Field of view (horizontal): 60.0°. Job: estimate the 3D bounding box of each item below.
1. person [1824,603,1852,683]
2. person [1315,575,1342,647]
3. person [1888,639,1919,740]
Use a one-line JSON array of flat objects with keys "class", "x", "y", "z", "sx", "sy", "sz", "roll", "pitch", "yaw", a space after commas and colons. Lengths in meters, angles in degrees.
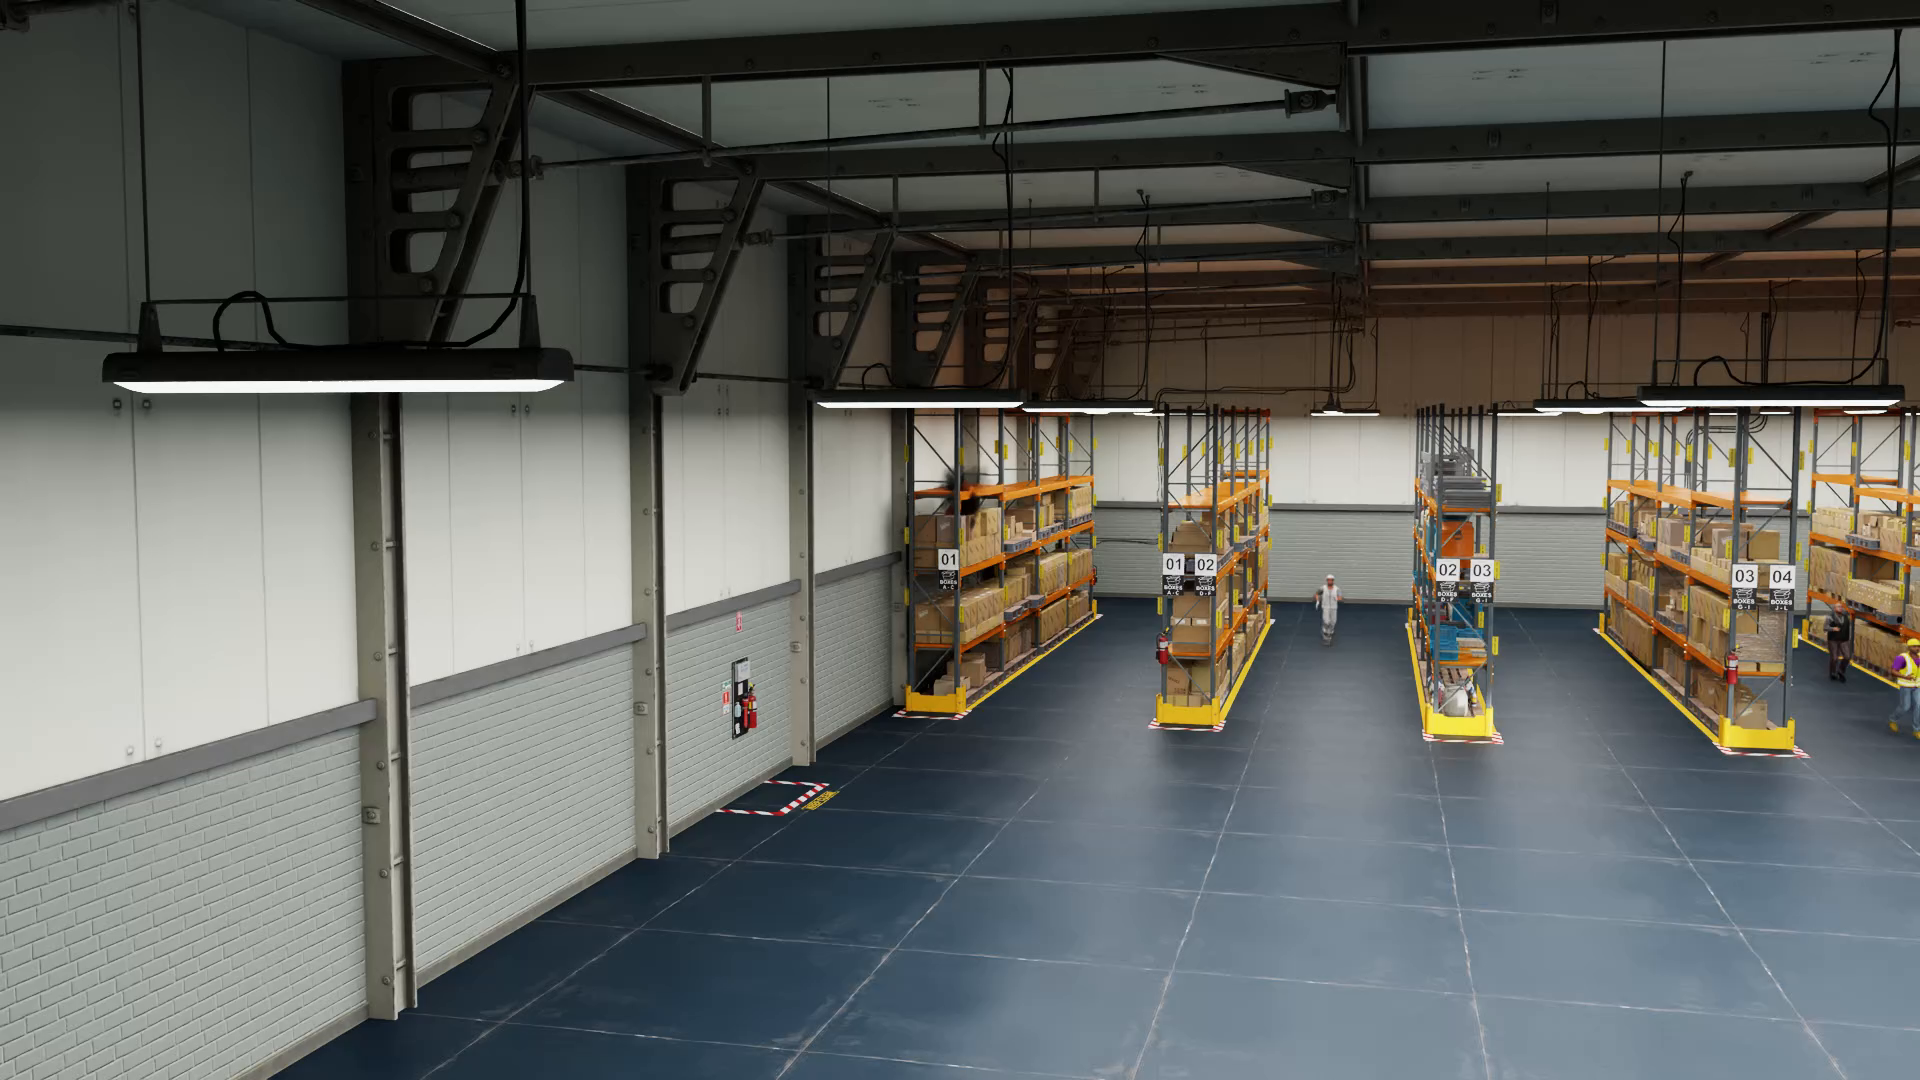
[{"class": "person", "x": 19.143, "y": 2.240, "z": 36.193, "sx": 0.640, "sy": 1.738, "sz": 0.669, "roll": 1, "pitch": 4, "yaw": 11}, {"class": "person", "x": 9.316, "y": 1.779, "z": 41.941, "sx": 0.641, "sy": 1.815, "sz": 0.733, "roll": 0, "pitch": 4, "yaw": 0}, {"class": "person", "x": 17.124, "y": 2.654, "z": 29.964, "sx": 0.726, "sy": 1.784, "sz": 0.865, "roll": 0, "pitch": 4, "yaw": -1}]
